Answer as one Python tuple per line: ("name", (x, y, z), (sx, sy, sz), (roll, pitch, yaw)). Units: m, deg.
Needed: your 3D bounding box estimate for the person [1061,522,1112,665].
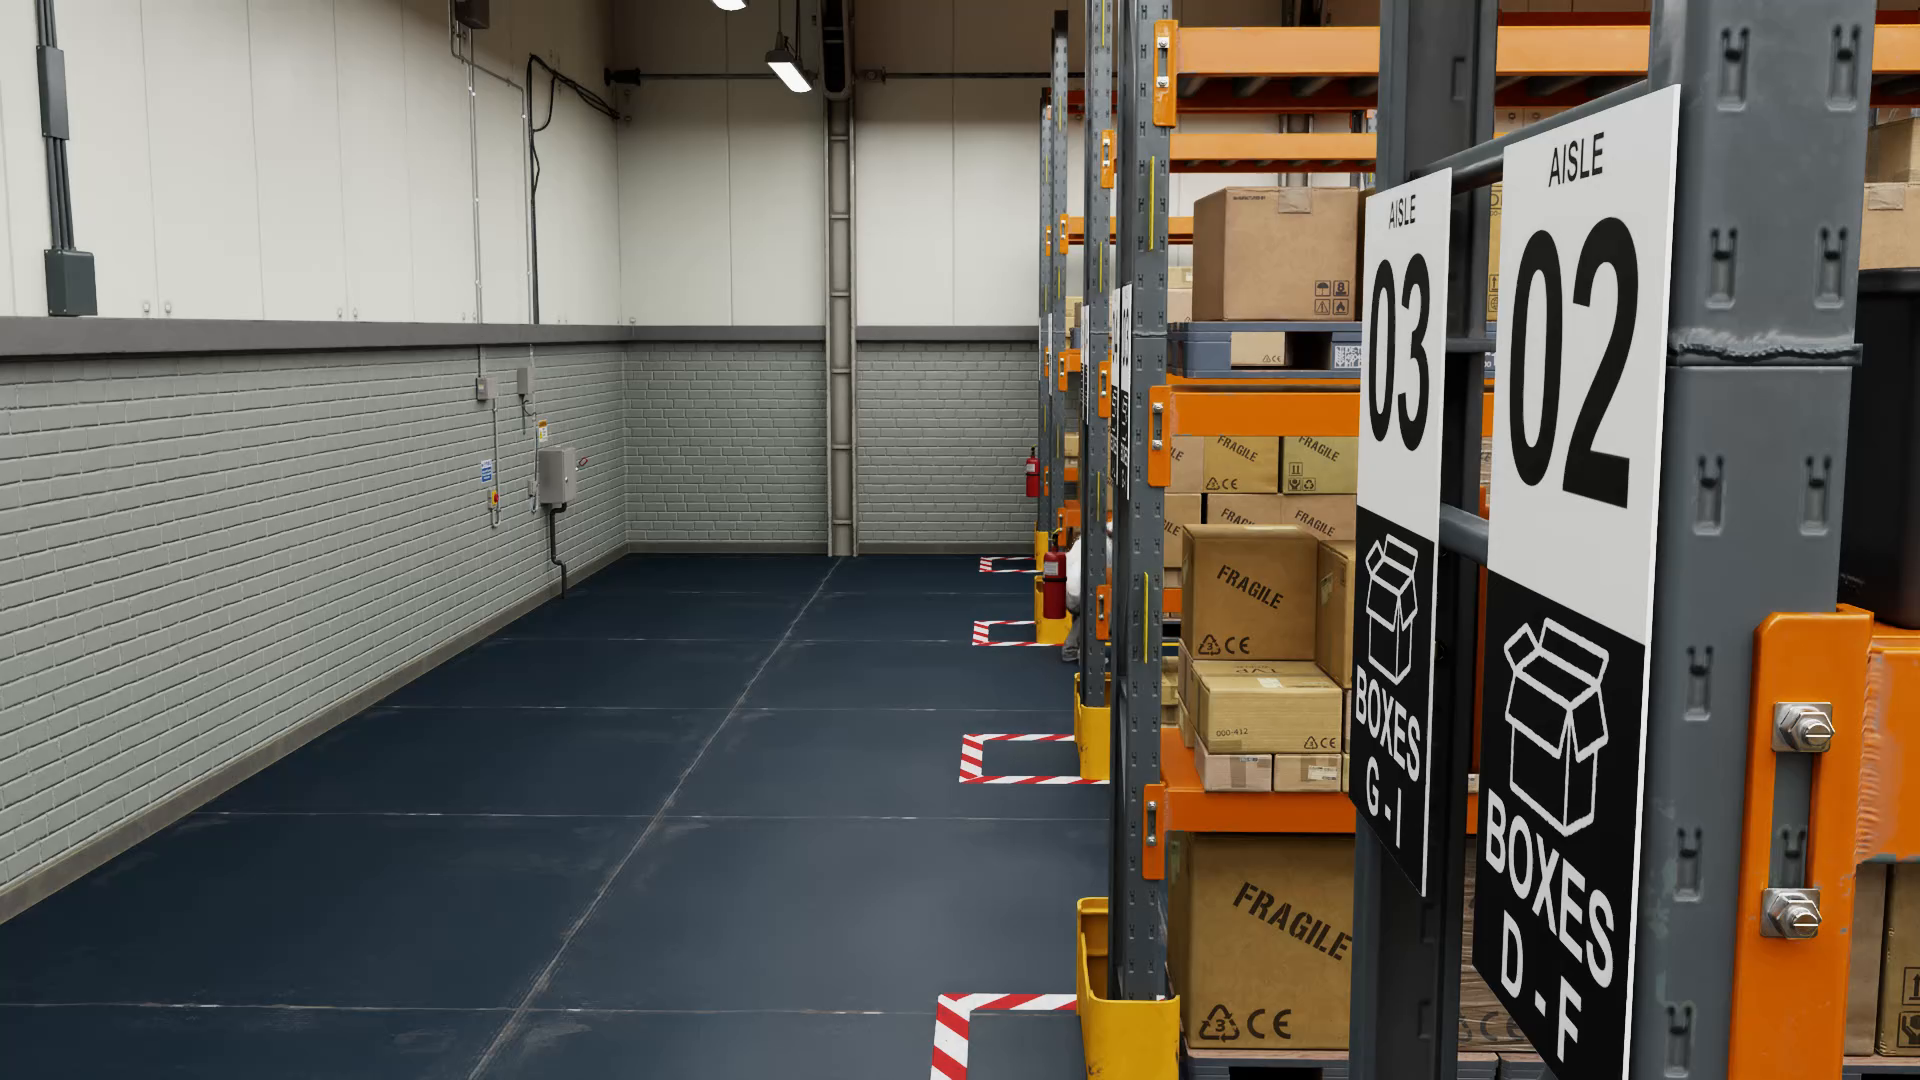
("person", (1.187, 0.476, 15.292), (0.824, 1.299, 0.585), (-3, 8, -25))
